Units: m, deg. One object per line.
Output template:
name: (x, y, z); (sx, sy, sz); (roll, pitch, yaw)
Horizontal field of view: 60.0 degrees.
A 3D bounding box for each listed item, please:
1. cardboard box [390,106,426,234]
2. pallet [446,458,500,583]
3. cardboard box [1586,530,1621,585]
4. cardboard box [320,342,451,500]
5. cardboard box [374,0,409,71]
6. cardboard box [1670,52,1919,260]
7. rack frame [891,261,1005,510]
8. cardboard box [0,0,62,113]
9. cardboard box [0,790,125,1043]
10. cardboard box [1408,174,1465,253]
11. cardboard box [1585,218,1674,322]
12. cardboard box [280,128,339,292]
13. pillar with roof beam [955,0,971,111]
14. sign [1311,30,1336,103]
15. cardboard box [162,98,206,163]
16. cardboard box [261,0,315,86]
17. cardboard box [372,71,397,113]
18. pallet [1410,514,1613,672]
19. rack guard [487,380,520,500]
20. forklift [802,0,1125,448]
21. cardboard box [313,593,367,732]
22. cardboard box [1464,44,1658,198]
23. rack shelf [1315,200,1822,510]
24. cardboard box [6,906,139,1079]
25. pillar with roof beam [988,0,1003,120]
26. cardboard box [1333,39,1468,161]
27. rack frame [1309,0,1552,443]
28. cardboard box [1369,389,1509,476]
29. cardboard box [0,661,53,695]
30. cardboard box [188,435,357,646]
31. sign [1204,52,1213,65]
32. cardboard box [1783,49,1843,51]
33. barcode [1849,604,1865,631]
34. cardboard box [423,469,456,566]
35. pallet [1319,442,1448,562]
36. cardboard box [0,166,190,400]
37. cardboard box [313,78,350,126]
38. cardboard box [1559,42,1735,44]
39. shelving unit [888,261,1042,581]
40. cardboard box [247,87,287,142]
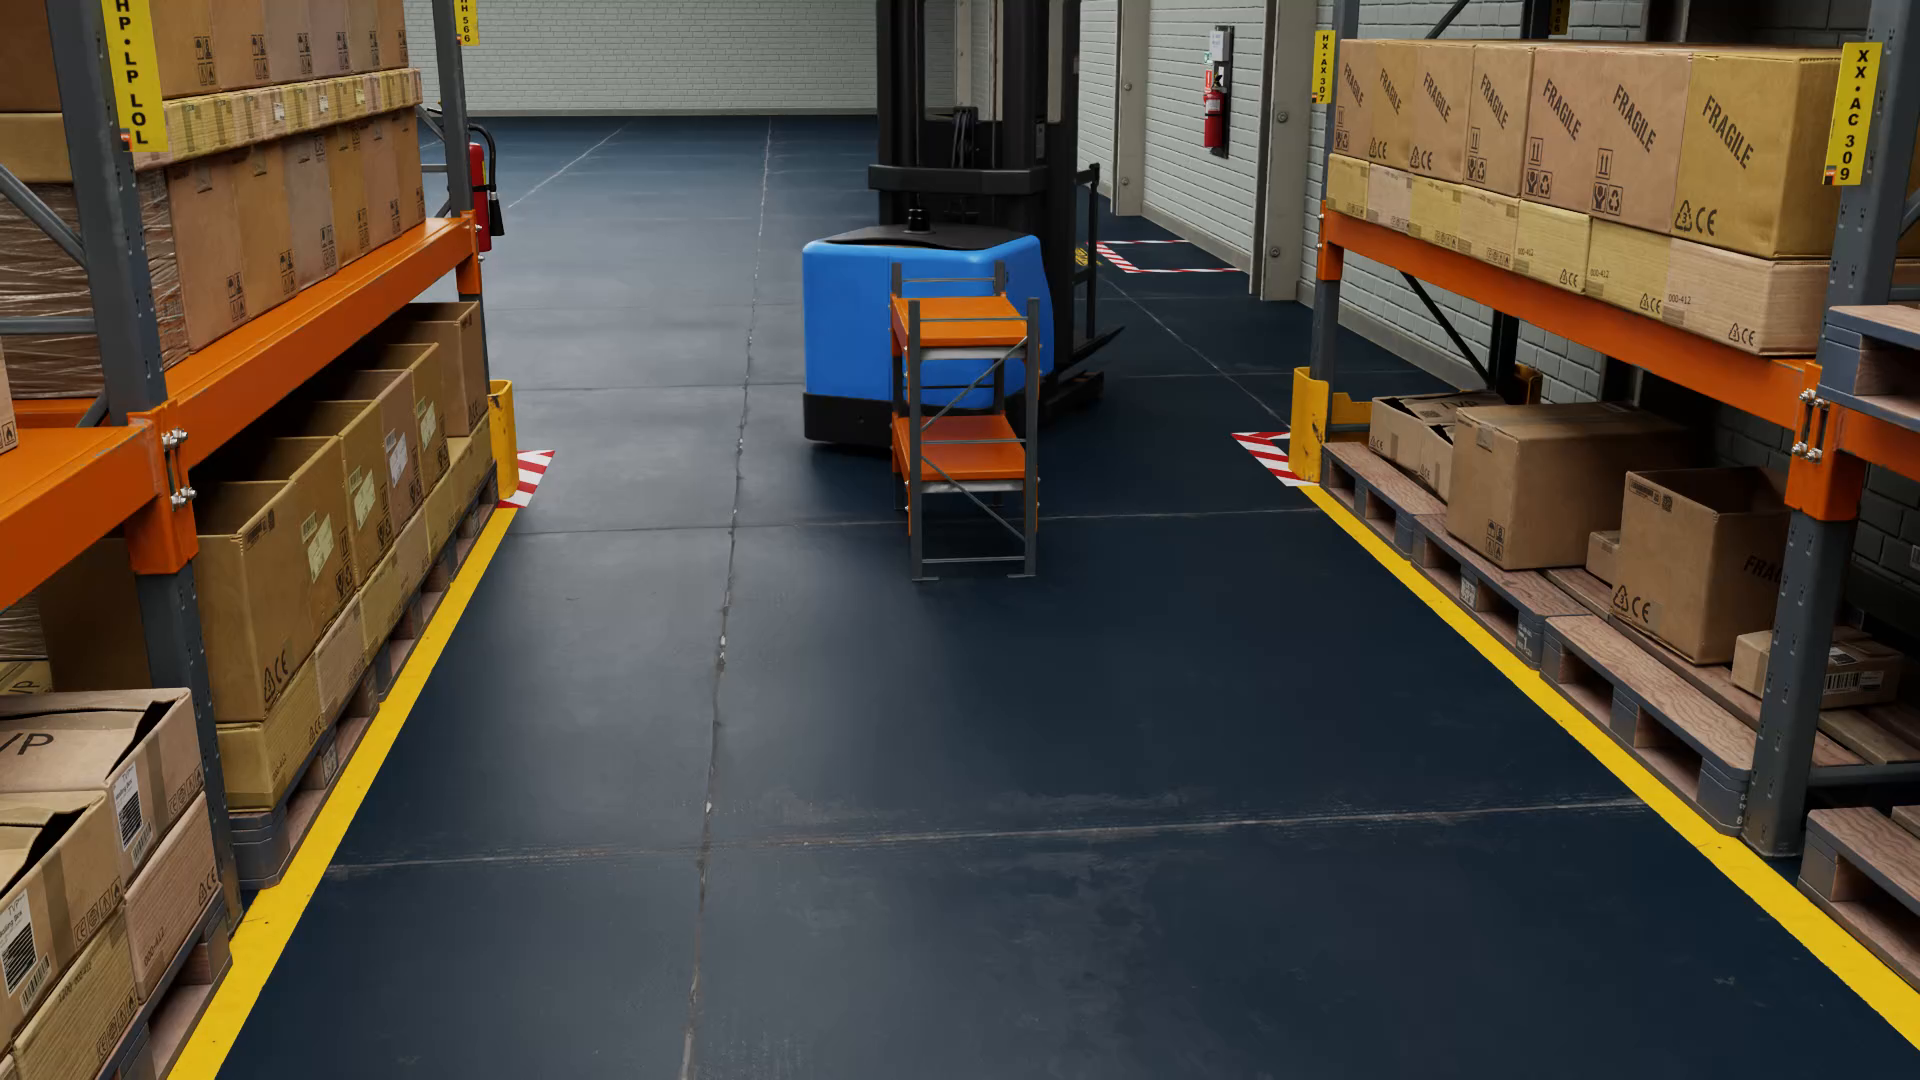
cardboard box: (-2.662, -1.553, 6.949); (0.700, 0.500, 0.500); (-2, 18, -6)
pallet: (-2.577, -0.088, 7.104); (1.003, 0.211, 1.213); (-2, 18, -6)
cardboard box: (2.497, 0.066, 5.984); (0.380, 0.149, 0.250); (-3, 18, -10)
cardboard box: (-2.229, -0.443, 6.218); (0.500, 0.500, 0.500); (-2, 18, -6)
cardboard box: (-2.657, -2.156, 6.704); (0.700, 0.500, 0.500); (-2, 18, -5)
cardboard box: (2.285, -1.034, 4.429); (0.500, 0.500, 0.500); (-2, 18, -6)
rack frame: (-0.052, -0.686, 7.485); (0.500, 1.125, 0.032); (-2, 18, -6)
cardboard box: (-2.337, -1.252, 3.823); (0.700, 0.500, 0.500); (-2, 18, -5)
cardboard box: (-1.898, 0.658, 3.028); (0.500, 0.311, 0.500); (-1, 17, -4)
cardboard box: (2.078, -1.275, 6.449); (0.500, 0.250, 0.500); (-2, 18, -7)
cardboard box: (2.248, -0.826, 5.016); (0.500, 0.250, 0.500); (-2, 18, -5)
cardboard box: (-2.500, -1.092, 5.480); (0.700, 0.500, 0.500); (-1, 17, -4)
pillar with roof beam: (-4.215, -13.284, 34.468); (9.100, 9.000, 0.400); (-2, 18, -6)
sign: (1.689, -2.195, 7.716); (0.100, 0.325, 0.005); (-2, 18, -6)
cardboard box: (-2.175, -1.048, 4.257); (0.380, 0.149, 0.250); (-2, 18, -7)
cardboard box: (-2.493, -1.700, 5.252); (0.700, 0.500, 0.500); (-2, 18, -6)
cardboard box: (-2.414, -1.740, 6.461); (0.380, 0.149, 0.250); (-2, 18, -6)
pallet: (2.408, 0.160, 6.315); (1.003, 0.211, 1.213); (-2, 18, -6)
rack guard: (-2.700, -0.459, 7.805); (1.175, 0.500, 0.348); (-2, 18, -6)
forklift: (0.207, -2.216, 9.343); (1.130, 2.935, 3.031); (7, 19, 21)
cardboard box: (-2.078, 0.362, 4.906); (0.500, 0.250, 0.500); (-2, 18, -6)
cardboard box: (2.133, -1.488, 5.874); (0.500, 0.500, 0.500); (-1, 17, -4)
rack shelf: (2.435, -0.860, 6.109); (1.077, 0.370, 4.000); (-2, 18, -6)
cardboard box: (-1.904, 0.924, 3.116); (0.500, 0.250, 0.500); (-2, 18, -6)
pillar with roof beam: (-3.596, -11.497, 28.774); (9.100, 9.000, 0.400); (-2, 18, -6)
cardboard box: (1.979, -1.943, 7.324); (0.500, 0.500, 0.500); (-2, 18, -6)
rack frame: (2.229, -1.799, 7.899); (1.000, 3.000, 0.127); (-2, 18, -6)
cardboard box: (2.211, -0.517, 7.571); (0.500, 0.311, 0.500); (-4, 18, -12)
cardboard box: (-2.550, 0.527, 4.380); (0.500, 0.250, 0.500); (-2, 18, -6)
cardboard box: (-2.081, 0.004, 4.793); (0.500, 0.500, 0.500); (-2, 18, -6)
sign: (2.363, -4.578, 15.808); (0.001, 0.109, 0.331); (-2, 18, -6)
cardboard box: (2.751, -1.204, 4.968); (0.500, 0.500, 0.500); (-2, 18, -6)
barcode: (2.852, 0.247, 5.290); (0.001, 0.075, 0.075); (-2, 18, -6)
cardboard box: (-2.232, -0.085, 6.330); (0.500, 0.250, 0.500); (-2, 18, -6)
pallet: (2.286, -0.203, 7.470); (1.003, 0.211, 1.213); (-2, 18, -6)
cardboard box: (-2.337, -0.633, 4.018); (0.700, 0.500, 0.500); (-2, 18, -7)
cardboard box: (-2.334, -1.508, 5.724); (0.380, 0.149, 0.250); (-1, 17, -4)
cardboard box: (2.589, -1.657, 6.411); (0.500, 0.500, 0.500); (-2, 18, -7)
shelving unit: (0.001, -0.535, 7.002); (0.538, 1.125, 1.048); (-2, 18, -6)
cardboard box: (-2.257, -1.280, 4.997); (0.380, 0.149, 0.250); (-2, 18, -7)
